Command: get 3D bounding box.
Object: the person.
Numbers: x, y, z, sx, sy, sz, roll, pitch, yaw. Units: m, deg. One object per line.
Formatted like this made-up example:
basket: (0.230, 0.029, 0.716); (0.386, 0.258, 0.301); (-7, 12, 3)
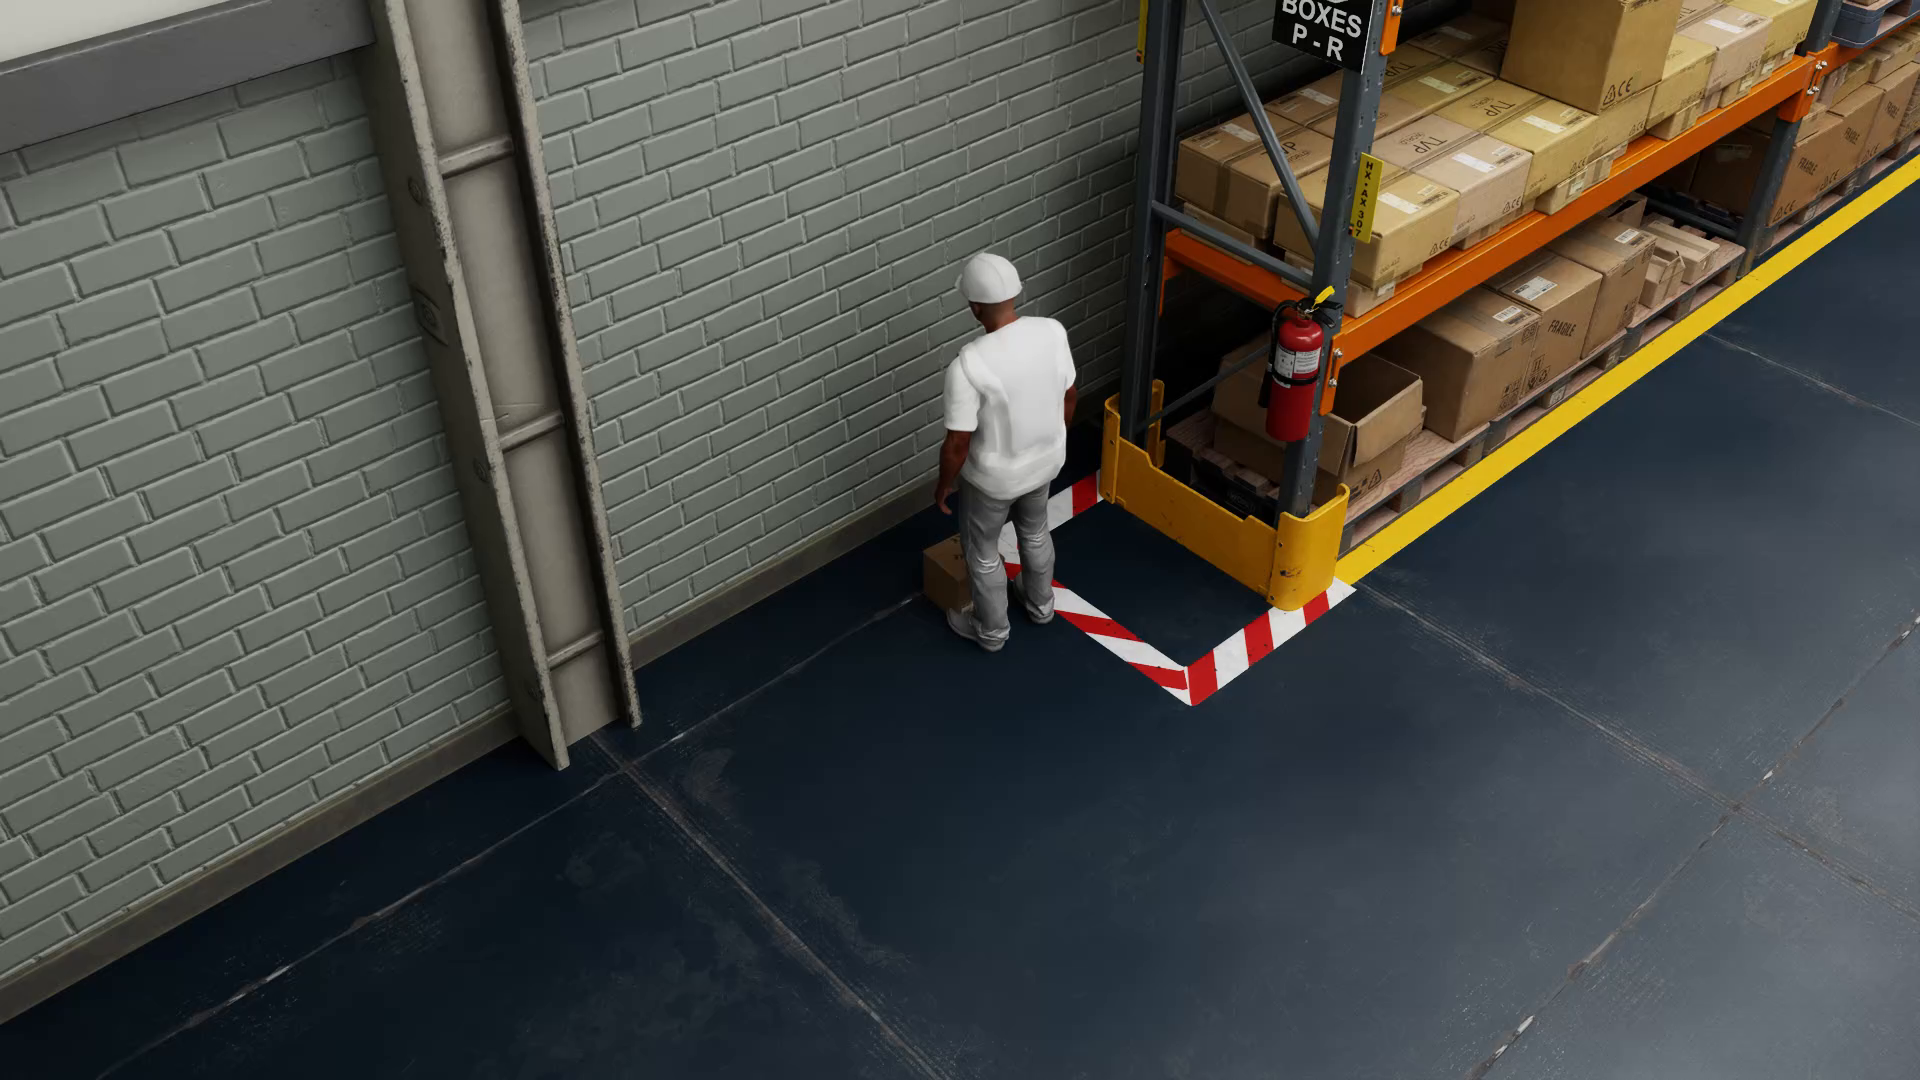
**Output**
person: (0.166, -0.332, 6.525); (0.629, 1.661, 0.362); (-24, 45, -26)
